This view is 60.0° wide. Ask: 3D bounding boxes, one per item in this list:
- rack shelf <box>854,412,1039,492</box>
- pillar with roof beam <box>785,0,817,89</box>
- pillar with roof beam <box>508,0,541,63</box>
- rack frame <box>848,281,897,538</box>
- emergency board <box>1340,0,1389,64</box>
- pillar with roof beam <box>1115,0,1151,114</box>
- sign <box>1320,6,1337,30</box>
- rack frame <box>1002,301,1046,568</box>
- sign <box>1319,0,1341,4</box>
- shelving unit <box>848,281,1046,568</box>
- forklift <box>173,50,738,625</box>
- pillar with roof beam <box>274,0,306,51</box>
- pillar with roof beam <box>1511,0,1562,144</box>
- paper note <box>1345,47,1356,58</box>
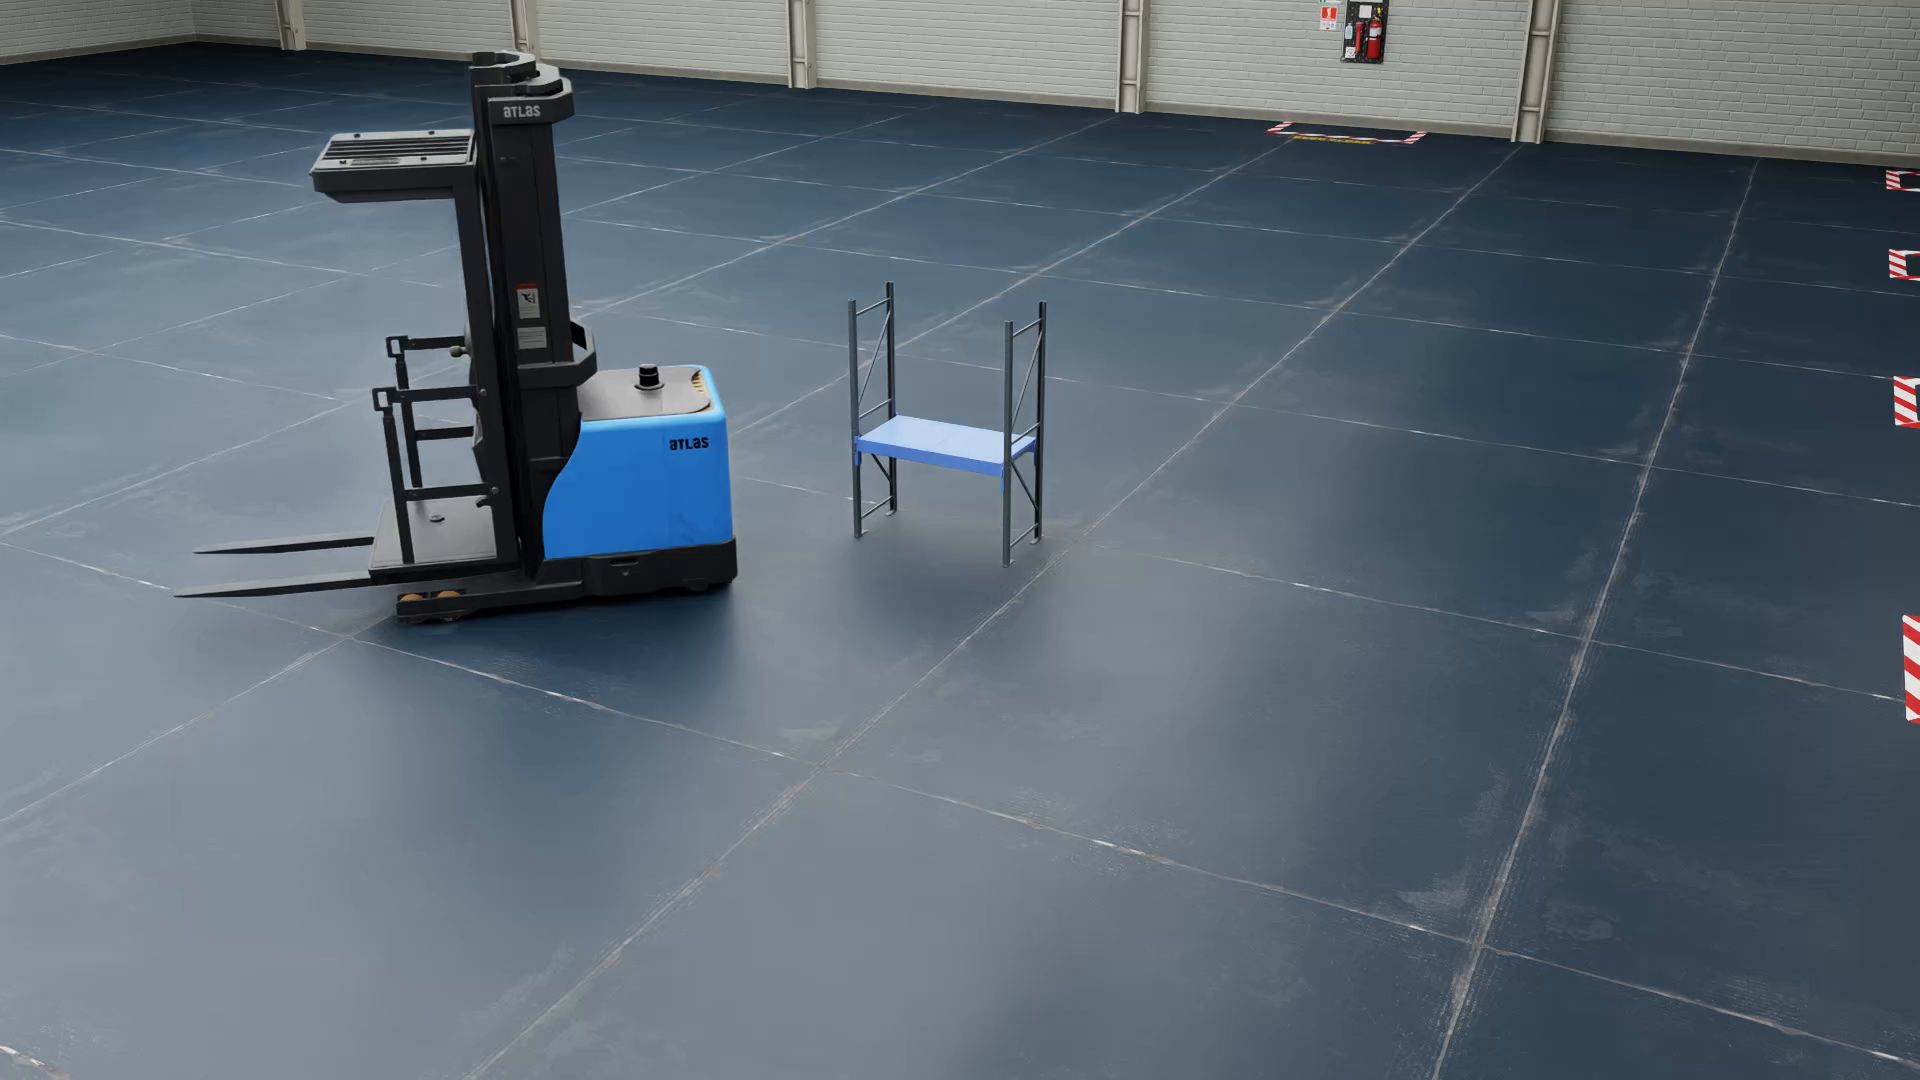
[{"bbox_3d":[-0.076,-0.540,10.062,1.000,0.185,0.538,11,25,25],"label":"rack shelf"},{"bbox_3d":[-4.631,-10.399,23.203,0.400,9.000,9.100,11,25,25],"label":"pillar with roof beam"},{"bbox_3d":[-9.985,-11.458,25.694,0.400,9.000,9.100,11,25,25],"label":"pillar with roof beam"},{"bbox_3d":[-0.530,-0.795,10.203,0.032,1.500,0.500,11,25,25],"label":"rack frame"},{"bbox_3d":[5.832,-7.472,23.987,0.643,1.169,0.194,11,25,25],"label":"emergency board"},{"bbox_3d":[0.724,-9.339,20.712,0.400,9.000,9.100,11,25,25],"label":"pillar with roof beam"},{"bbox_3d":[5.385,-7.622,24.295,0.234,0.329,0.001,11,25,25],"label":"sign"},{"bbox_3d":[0.378,-0.615,9.781,0.032,1.500,0.500,11,25,25],"label":"rack frame"},{"bbox_3d":[5.386,-7.862,24.182,0.331,0.109,0.001,11,25,25],"label":"sign"},{"bbox_3d":[-0.076,-0.705,9.992,1.048,1.500,0.538,11,25,25],"label":"shelving unit"},{"bbox_3d":[-2.857,-1.109,9.113,3.031,2.935,1.130,-5,24,-13],"label":"forklift"},{"bbox_3d":[-15.340,-12.518,28.186,0.400,9.000,9.100,11,25,25],"label":"pillar with roof beam"},{"bbox_3d":[6.078,-8.280,18.220,0.400,9.000,9.100,11,25,25],"label":"pillar with roof beam"},{"bbox_3d":[5.706,-7.122,24.290,0.142,0.148,0.016,11,25,25],"label":"paper note"}]
